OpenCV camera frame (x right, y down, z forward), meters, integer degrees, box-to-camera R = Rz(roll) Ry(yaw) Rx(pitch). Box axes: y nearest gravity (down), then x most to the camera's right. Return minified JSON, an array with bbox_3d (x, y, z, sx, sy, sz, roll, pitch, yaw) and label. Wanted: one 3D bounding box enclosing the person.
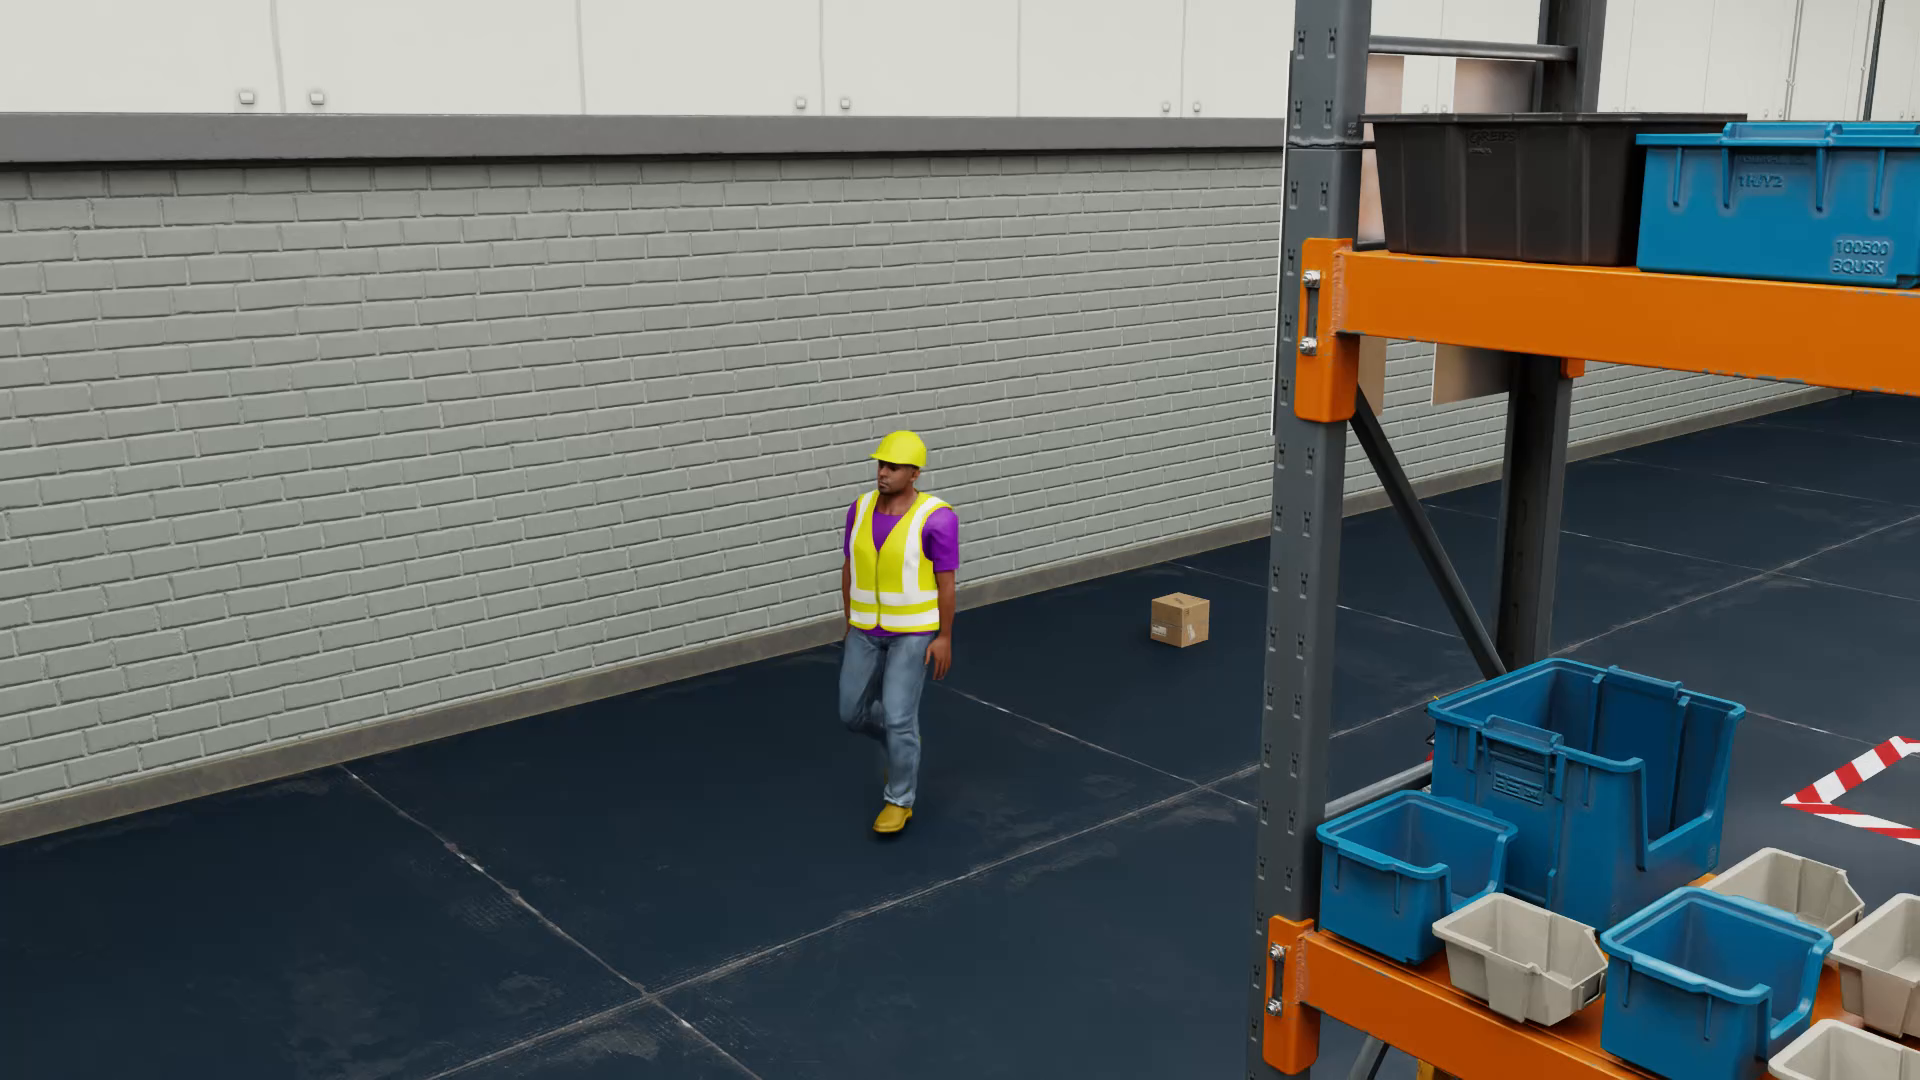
[{"bbox_3d":[-0.281,0.382,7.338,0.571,1.756,0.606,7,16,26],"label":"person"}]
